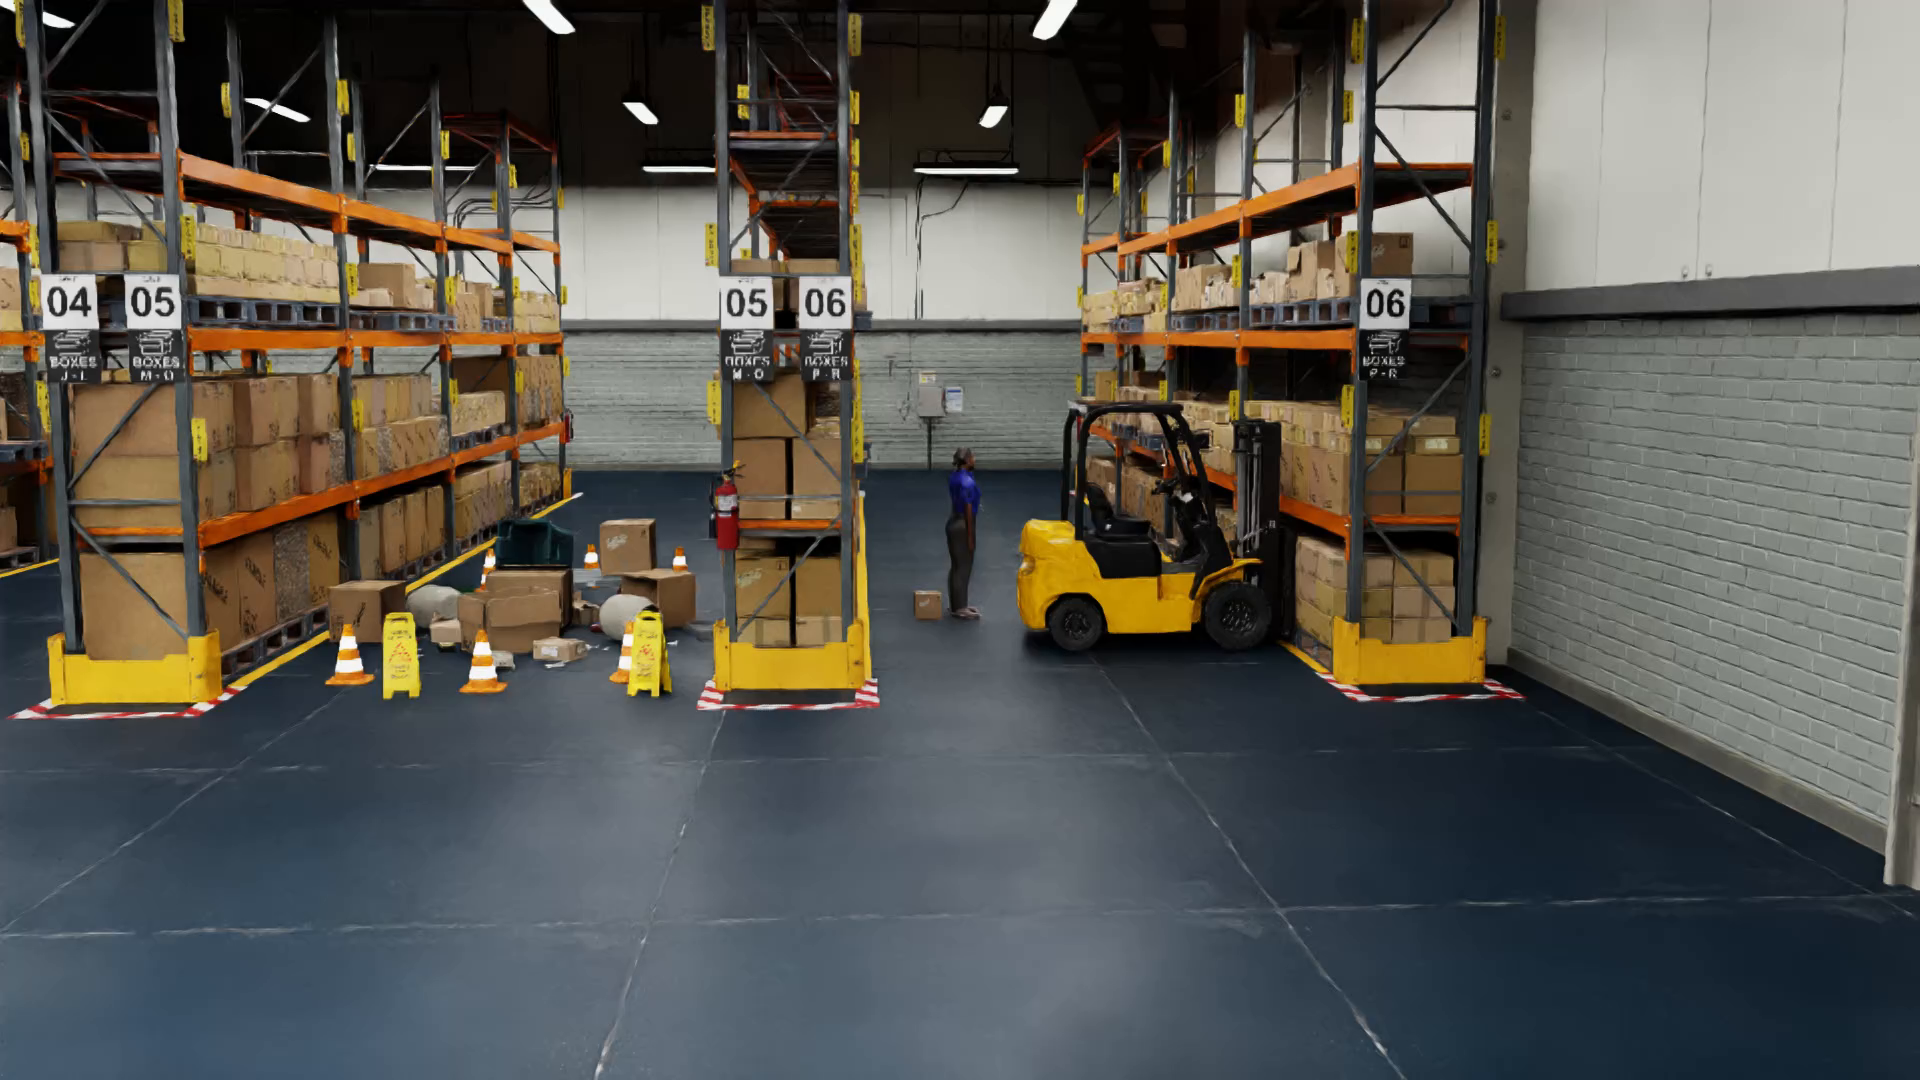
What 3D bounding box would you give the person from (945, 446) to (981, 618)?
[{"bbox_3d":[0.045,-0.086,16.298,0.345,1.668,0.558,-2,7,-19],"label":"person"}]
